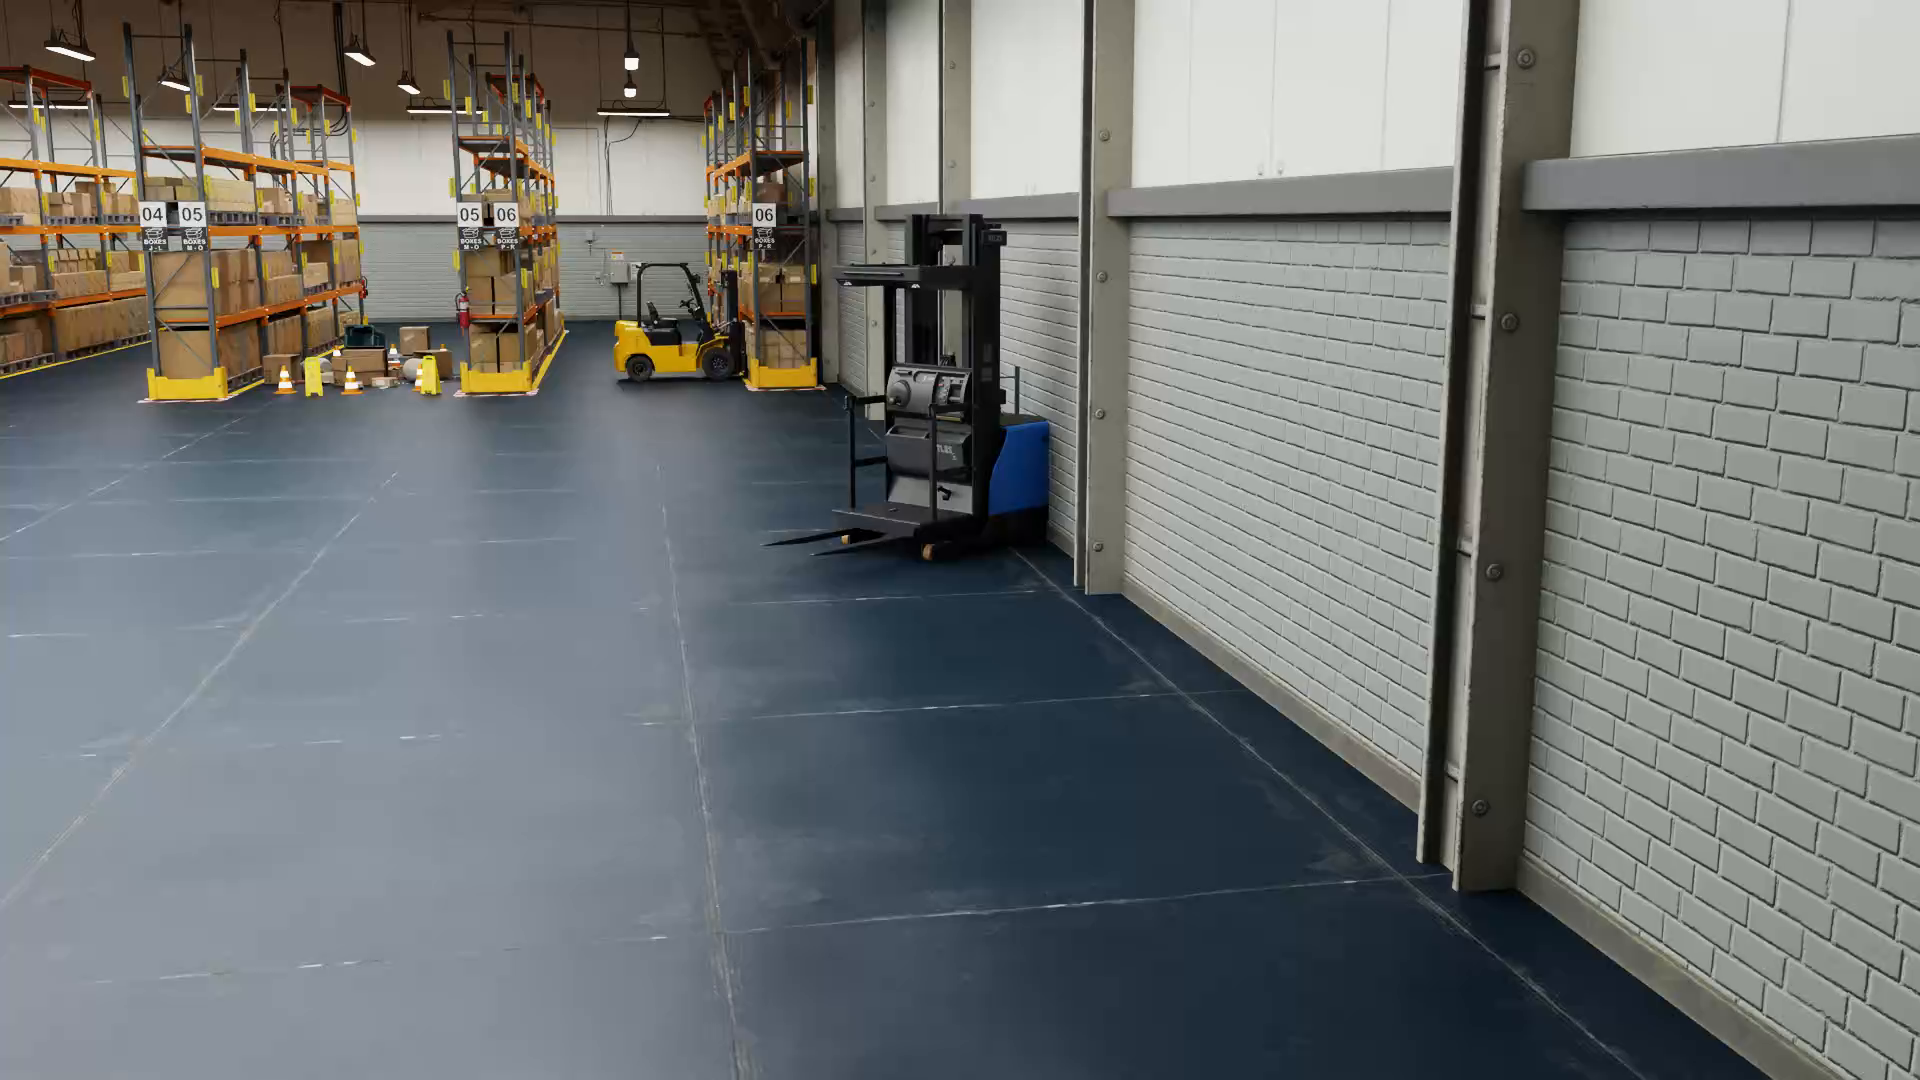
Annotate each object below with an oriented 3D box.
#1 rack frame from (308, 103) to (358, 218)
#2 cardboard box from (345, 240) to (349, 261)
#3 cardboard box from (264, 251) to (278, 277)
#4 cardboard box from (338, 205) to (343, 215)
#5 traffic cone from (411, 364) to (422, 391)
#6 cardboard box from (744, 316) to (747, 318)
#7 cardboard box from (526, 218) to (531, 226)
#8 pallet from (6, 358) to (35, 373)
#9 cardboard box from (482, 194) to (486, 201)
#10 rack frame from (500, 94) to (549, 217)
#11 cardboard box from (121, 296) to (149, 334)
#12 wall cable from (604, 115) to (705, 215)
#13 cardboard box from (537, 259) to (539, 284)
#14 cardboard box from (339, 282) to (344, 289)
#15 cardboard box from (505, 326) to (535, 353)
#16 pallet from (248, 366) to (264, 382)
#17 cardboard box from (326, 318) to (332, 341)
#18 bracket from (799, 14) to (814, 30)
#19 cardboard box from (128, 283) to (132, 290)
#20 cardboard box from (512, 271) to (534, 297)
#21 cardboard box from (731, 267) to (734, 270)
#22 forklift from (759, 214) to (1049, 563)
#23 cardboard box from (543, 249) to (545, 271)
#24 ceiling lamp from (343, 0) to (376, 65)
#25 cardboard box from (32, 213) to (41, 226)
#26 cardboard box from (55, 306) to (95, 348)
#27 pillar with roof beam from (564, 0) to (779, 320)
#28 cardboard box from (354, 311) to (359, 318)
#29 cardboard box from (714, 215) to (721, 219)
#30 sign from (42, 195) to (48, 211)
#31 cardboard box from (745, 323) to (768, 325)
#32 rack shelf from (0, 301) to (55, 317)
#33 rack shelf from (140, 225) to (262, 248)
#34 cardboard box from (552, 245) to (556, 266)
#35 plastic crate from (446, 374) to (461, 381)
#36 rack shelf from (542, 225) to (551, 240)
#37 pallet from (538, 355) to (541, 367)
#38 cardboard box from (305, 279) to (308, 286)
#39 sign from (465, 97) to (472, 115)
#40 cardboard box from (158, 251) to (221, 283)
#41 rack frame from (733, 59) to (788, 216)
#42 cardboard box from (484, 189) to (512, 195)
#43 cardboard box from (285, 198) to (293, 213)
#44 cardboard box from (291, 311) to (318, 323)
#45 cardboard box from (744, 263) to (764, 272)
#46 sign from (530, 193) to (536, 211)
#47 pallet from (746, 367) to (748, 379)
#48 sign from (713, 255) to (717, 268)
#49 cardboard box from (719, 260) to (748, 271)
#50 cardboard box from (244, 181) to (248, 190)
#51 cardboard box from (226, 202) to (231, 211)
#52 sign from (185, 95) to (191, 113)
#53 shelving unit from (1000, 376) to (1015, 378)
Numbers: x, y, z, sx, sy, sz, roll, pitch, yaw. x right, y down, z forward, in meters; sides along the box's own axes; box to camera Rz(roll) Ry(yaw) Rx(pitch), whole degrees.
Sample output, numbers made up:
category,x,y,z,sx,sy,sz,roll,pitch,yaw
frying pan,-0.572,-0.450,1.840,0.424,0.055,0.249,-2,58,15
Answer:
category,x,y,z,sx,sy,sz,roll,pitch,yaw
rack frame,-15.960,-9.730,42.304,1.000,3.000,0.127,-2,11,-11
cardboard box,-15.312,-7.110,40.844,0.500,0.500,0.500,-3,11,-13
cardboard box,-14.025,-5.493,33.145,0.700,0.500,0.500,-2,11,-12
cardboard box,-15.216,-7.976,40.175,0.500,0.250,0.500,-2,11,-10
traffic cone,-9.361,-2.833,28.895,0.336,0.463,0.334,-2,11,-11
cardboard box,-4.592,-4.620,36.730,0.875,0.625,0.625,-2,11,-9
cardboard box,-8.429,-6.084,31.842,0.380,0.149,0.250,-2,11,-11
pallet,-18.904,-3.417,32.640,1.003,0.211,1.213,-2,11,-11
cardboard box,-8.380,-5.889,28.684,0.380,0.149,0.250,-2,11,-10
rack frame,-10.346,-9.195,39.493,1.000,3.000,0.127,-2,11,-11
cardboard box,-20.465,-5.502,40.696,0.875,0.875,0.875,-2,11,-11
wall cable,-9.028,-11.101,49.408,2.988,3.039,0.133,-2,11,-11
cardboard box,-8.698,-5.370,33.257,0.500,0.500,0.500,-2,11,-11
cardboard box,-15.174,-6.180,40.370,0.380,0.149,0.250,-2,11,-10
cardboard box,-8.210,-3.719,30.992,0.500,0.500,0.500,-2,11,-8
pallet,-13.554,-3.070,30.815,1.003,0.211,1.213,-2,11,-11
cardboard box,-14.691,-4.807,38.045,0.500,0.500,0.500,-2,11,-12
bracket,-2.662,-9.015,28.920,0.235,0.232,0.430,-2,11,-11
cardboard box,-20.050,-6.068,39.781,0.380,0.149,0.250,-2,11,-10
cardboard box,-8.459,-4.903,31.927,0.500,0.500,0.500,-2,11,-12
cardboard box,-4.611,-5.663,34.980,0.380,0.149,0.250,-2,11,-13
forklift,-0.420,-1.352,14.516,1.130,2.935,3.031,10,14,41
cardboard box,-9.530,-6.245,37.094,0.500,0.500,0.500,-2,11,-11
ceiling lamp,-10.906,-10.491,30.691,0.800,3.185,2.000,-2,11,-11
cardboard box,-18.955,-6.475,33.628,0.500,0.250,0.500,-2,11,-11
cardboard box,-19.568,-4.608,35.995,1.225,0.875,0.875,-2,11,-11
pillar with roof beam,-8.952,-9.380,40.465,9.100,9.000,0.400,-2,11,-11
cardboard box,-15.440,-5.702,42.097,0.380,0.149,0.250,-2,11,-12
cardboard box,-5.817,-8.054,41.128,0.500,0.250,0.500,-2,11,-11
sign,-18.756,-6.901,34.079,0.100,0.325,0.005,-2,11,-11
cardboard box,-3.938,-4.023,31.923,0.500,0.250,0.500,-2,11,-9
rack shelf,-18.900,-4.434,32.446,1.077,0.370,4.000,-2,11,-11
rack shelf,-13.237,-5.335,29.161,1.077,0.370,4.000,-2,11,-11
cardboard box,-10.573,-7.256,42.411,0.500,0.500,0.500,-2,11,-11
plastic crate,-9.289,-3.029,30.948,0.402,0.080,0.583,-6,13,-31
rack shelf,-9.957,-7.001,37.913,1.077,0.370,4.000,-2,11,-11
pallet,-8.943,-3.554,33.355,1.003,0.211,1.213,-2,11,-11
cardboard box,-14.398,-5.587,36.128,0.380,0.149,0.250,-2,11,-8
sign,-9.333,-8.243,31.570,0.100,0.325,0.005,-2,11,-11
cardboard box,-13.079,-4.620,28.210,0.875,0.550,0.550,-2,11,-11
rack frame,-3.922,-7.909,32.736,1.000,3.000,0.127,-2,11,-11
cardboard box,-9.027,-6.734,32.527,0.500,0.250,0.500,-2,11,-10
cardboard box,-13.906,-6.820,33.885,0.500,0.311,0.500,-2,11,-11
cardboard box,-14.399,-4.891,36.480,0.500,0.250,0.500,-2,11,-12
cardboard box,-3.926,-5.218,31.844,0.380,0.149,0.250,-2,11,-12
sign,-8.259,-6.529,32.127,0.100,0.325,0.005,-2,11,-11
pallet,-3.567,-3.220,31.605,1.003,0.211,1.213,-2,11,-11
sign,-6.008,-6.833,40.814,0.100,0.325,0.005,-2,11,-11
cardboard box,-5.198,-6.245,38.640,0.797,0.503,0.637,-2,11,-12
cardboard box,-13.144,-6.431,30.144,0.380,0.149,0.250,-2,11,-11
cardboard box,-12.845,-5.760,28.749,0.380,0.149,0.250,-2,11,-11
sign,-14.156,-8.005,30.531,0.100,0.325,0.005,-2,11,-11
shelving unit,0.218,-1.022,16.610,0.538,1.500,1.039,-2,11,-12
